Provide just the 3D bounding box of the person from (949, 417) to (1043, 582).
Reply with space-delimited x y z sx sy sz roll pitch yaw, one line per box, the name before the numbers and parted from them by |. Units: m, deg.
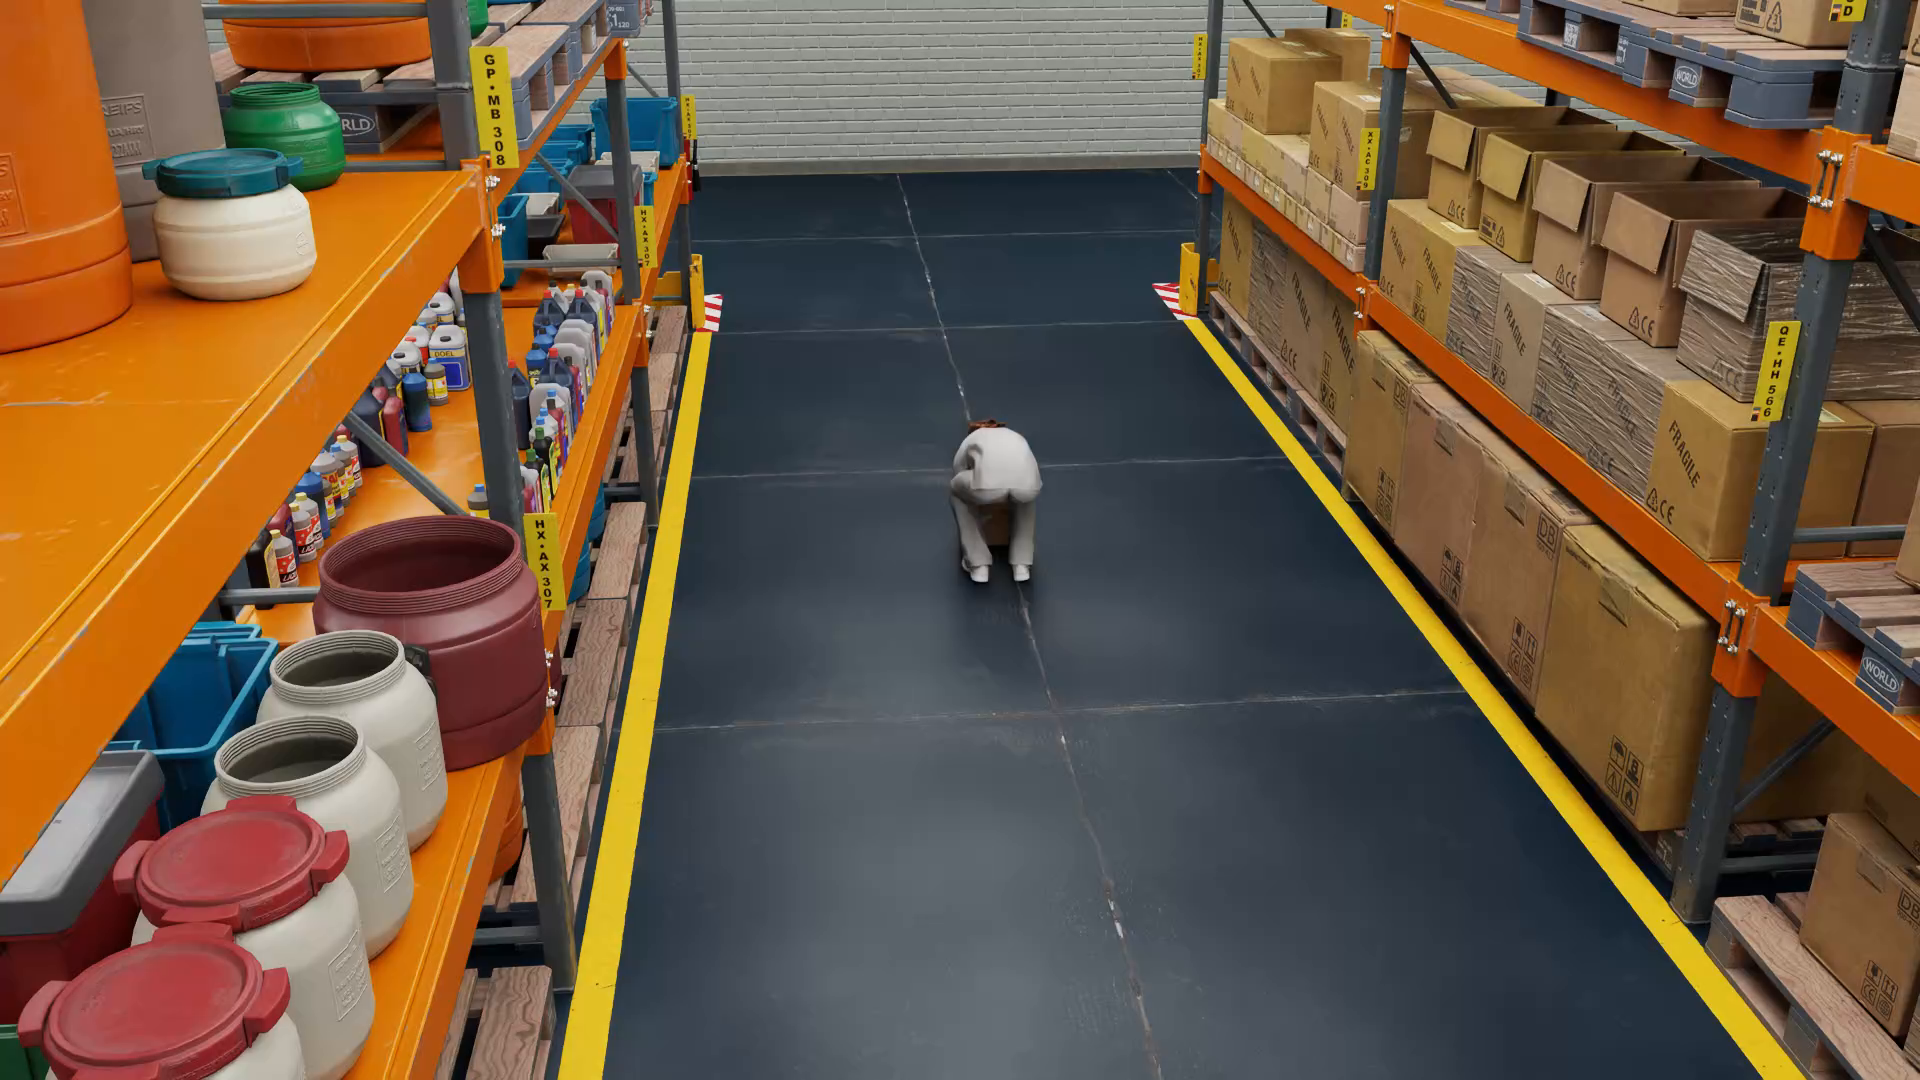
person | 0.180 -0.229 8.782 0.470 0.785 0.866 -3 24 -7
